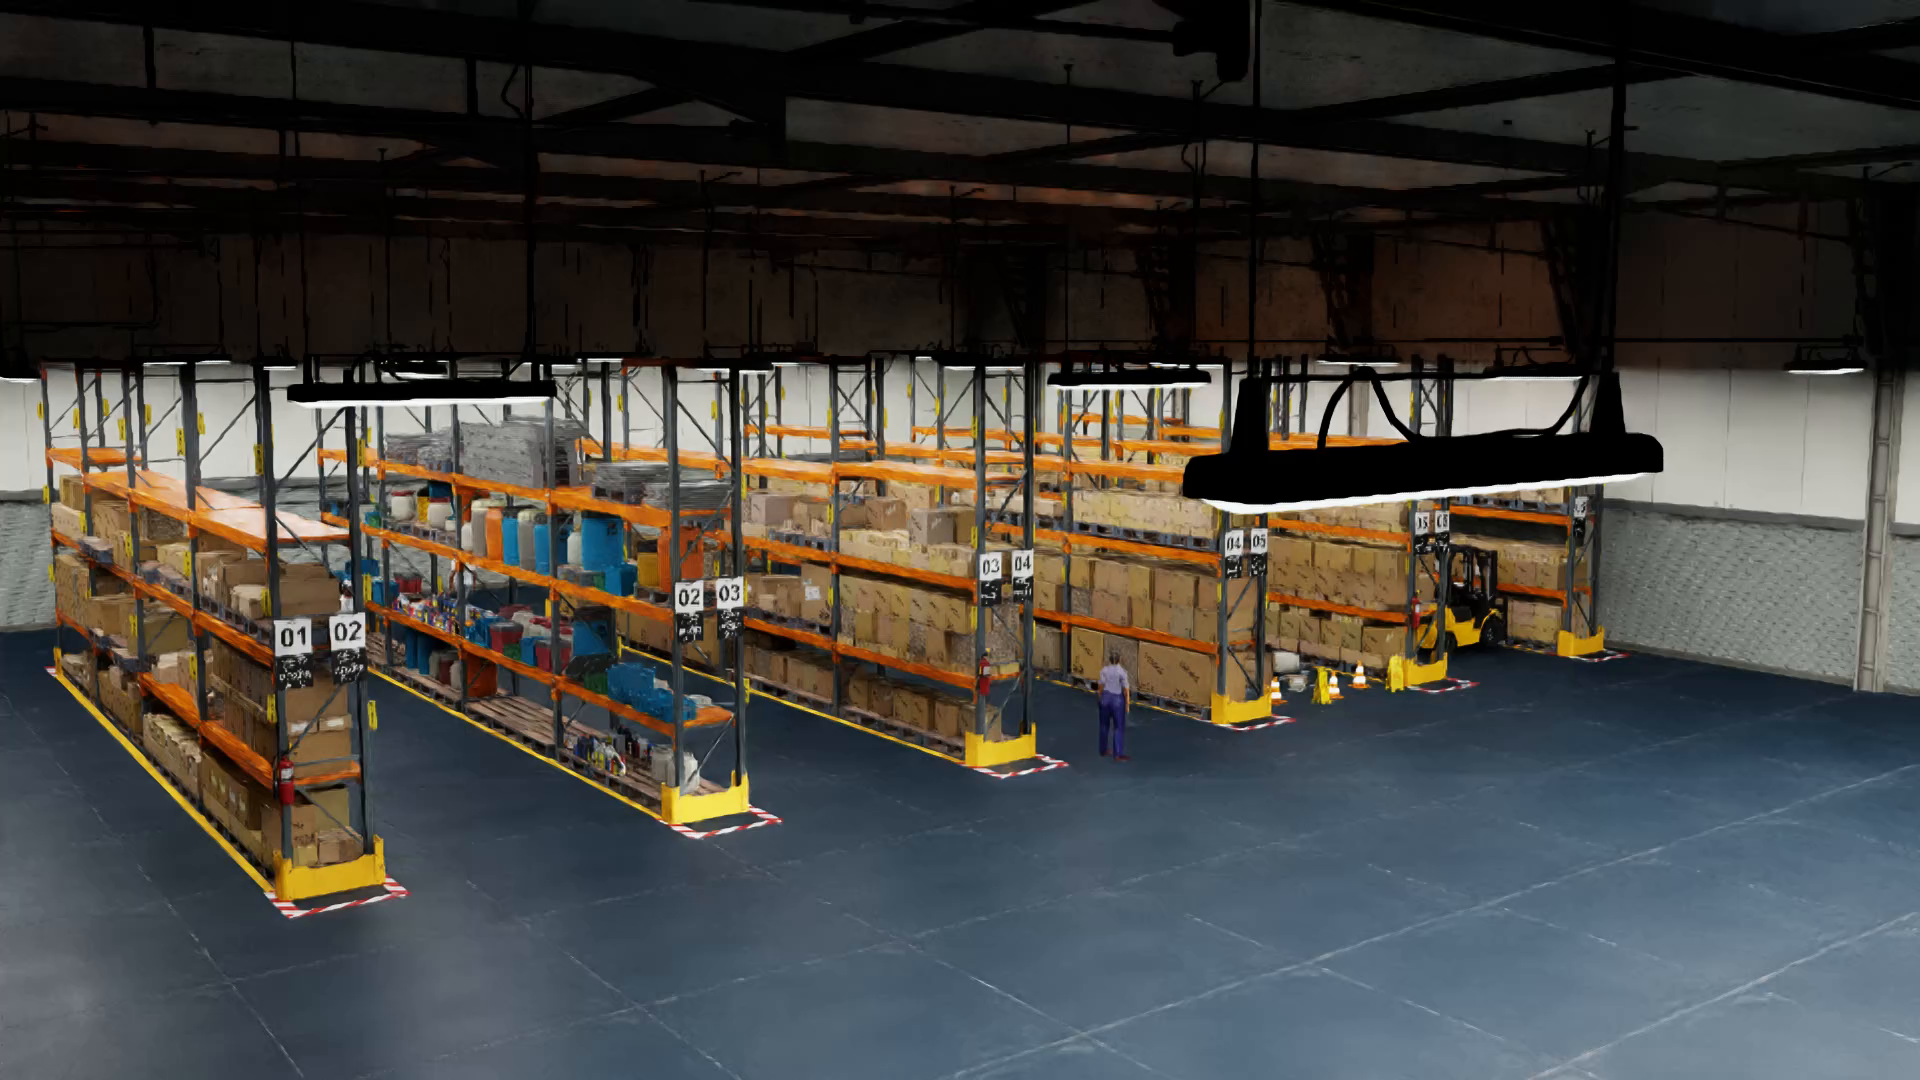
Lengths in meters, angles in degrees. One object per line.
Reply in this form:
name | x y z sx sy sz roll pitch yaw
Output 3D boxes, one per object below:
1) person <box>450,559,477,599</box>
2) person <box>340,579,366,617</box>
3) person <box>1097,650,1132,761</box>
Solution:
person | -11.245 0.951 37.768 0.575 1.689 1.128 -5 9 -38
person | -11.806 1.616 32.140 0.608 1.743 0.970 -2 7 -13
person | 2.345 2.485 25.173 0.577 1.657 0.445 4 8 28
